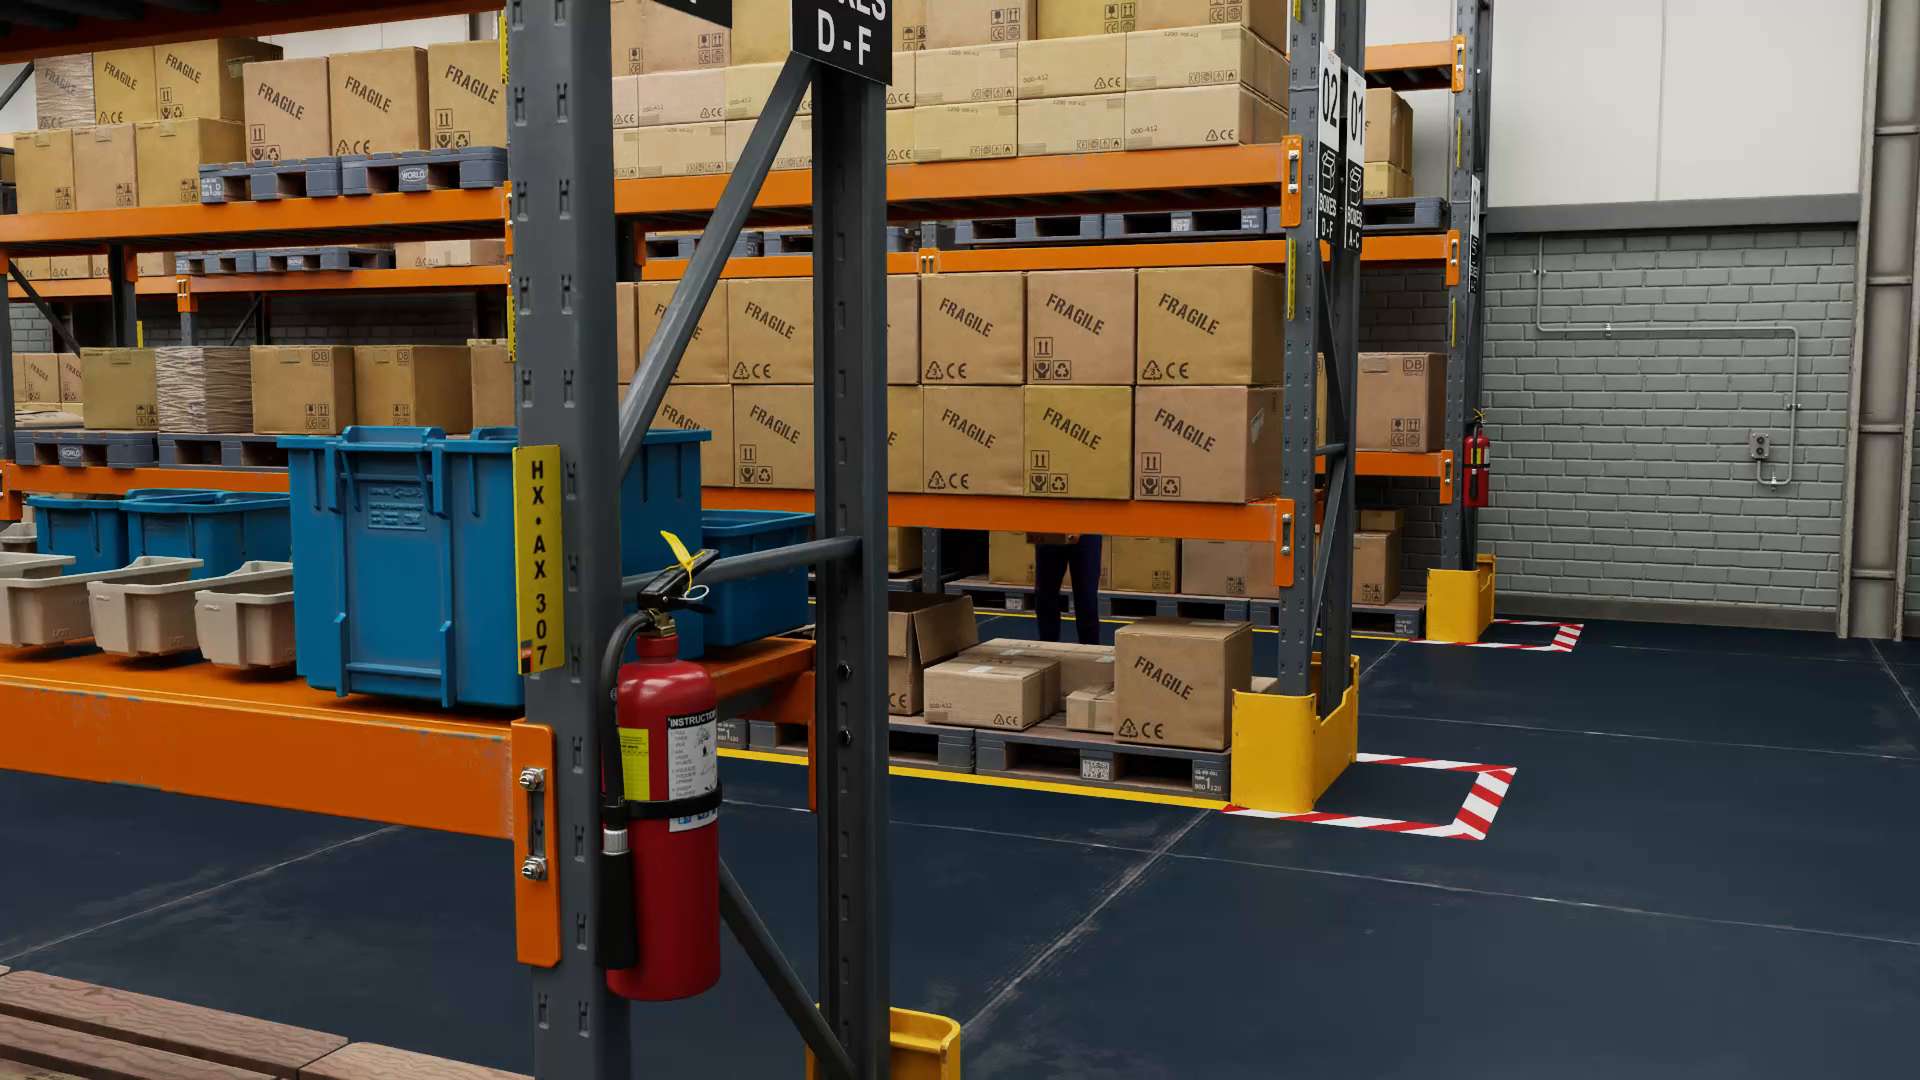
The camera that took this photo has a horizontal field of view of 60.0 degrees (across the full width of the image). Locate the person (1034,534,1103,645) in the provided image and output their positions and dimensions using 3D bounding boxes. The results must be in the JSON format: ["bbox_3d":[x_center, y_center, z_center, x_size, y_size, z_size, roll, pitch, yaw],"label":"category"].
[{"bbox_3d":[0.631,0.038,10.031,0.452,1.636,0.525,3,6,25],"label":"person"}]
